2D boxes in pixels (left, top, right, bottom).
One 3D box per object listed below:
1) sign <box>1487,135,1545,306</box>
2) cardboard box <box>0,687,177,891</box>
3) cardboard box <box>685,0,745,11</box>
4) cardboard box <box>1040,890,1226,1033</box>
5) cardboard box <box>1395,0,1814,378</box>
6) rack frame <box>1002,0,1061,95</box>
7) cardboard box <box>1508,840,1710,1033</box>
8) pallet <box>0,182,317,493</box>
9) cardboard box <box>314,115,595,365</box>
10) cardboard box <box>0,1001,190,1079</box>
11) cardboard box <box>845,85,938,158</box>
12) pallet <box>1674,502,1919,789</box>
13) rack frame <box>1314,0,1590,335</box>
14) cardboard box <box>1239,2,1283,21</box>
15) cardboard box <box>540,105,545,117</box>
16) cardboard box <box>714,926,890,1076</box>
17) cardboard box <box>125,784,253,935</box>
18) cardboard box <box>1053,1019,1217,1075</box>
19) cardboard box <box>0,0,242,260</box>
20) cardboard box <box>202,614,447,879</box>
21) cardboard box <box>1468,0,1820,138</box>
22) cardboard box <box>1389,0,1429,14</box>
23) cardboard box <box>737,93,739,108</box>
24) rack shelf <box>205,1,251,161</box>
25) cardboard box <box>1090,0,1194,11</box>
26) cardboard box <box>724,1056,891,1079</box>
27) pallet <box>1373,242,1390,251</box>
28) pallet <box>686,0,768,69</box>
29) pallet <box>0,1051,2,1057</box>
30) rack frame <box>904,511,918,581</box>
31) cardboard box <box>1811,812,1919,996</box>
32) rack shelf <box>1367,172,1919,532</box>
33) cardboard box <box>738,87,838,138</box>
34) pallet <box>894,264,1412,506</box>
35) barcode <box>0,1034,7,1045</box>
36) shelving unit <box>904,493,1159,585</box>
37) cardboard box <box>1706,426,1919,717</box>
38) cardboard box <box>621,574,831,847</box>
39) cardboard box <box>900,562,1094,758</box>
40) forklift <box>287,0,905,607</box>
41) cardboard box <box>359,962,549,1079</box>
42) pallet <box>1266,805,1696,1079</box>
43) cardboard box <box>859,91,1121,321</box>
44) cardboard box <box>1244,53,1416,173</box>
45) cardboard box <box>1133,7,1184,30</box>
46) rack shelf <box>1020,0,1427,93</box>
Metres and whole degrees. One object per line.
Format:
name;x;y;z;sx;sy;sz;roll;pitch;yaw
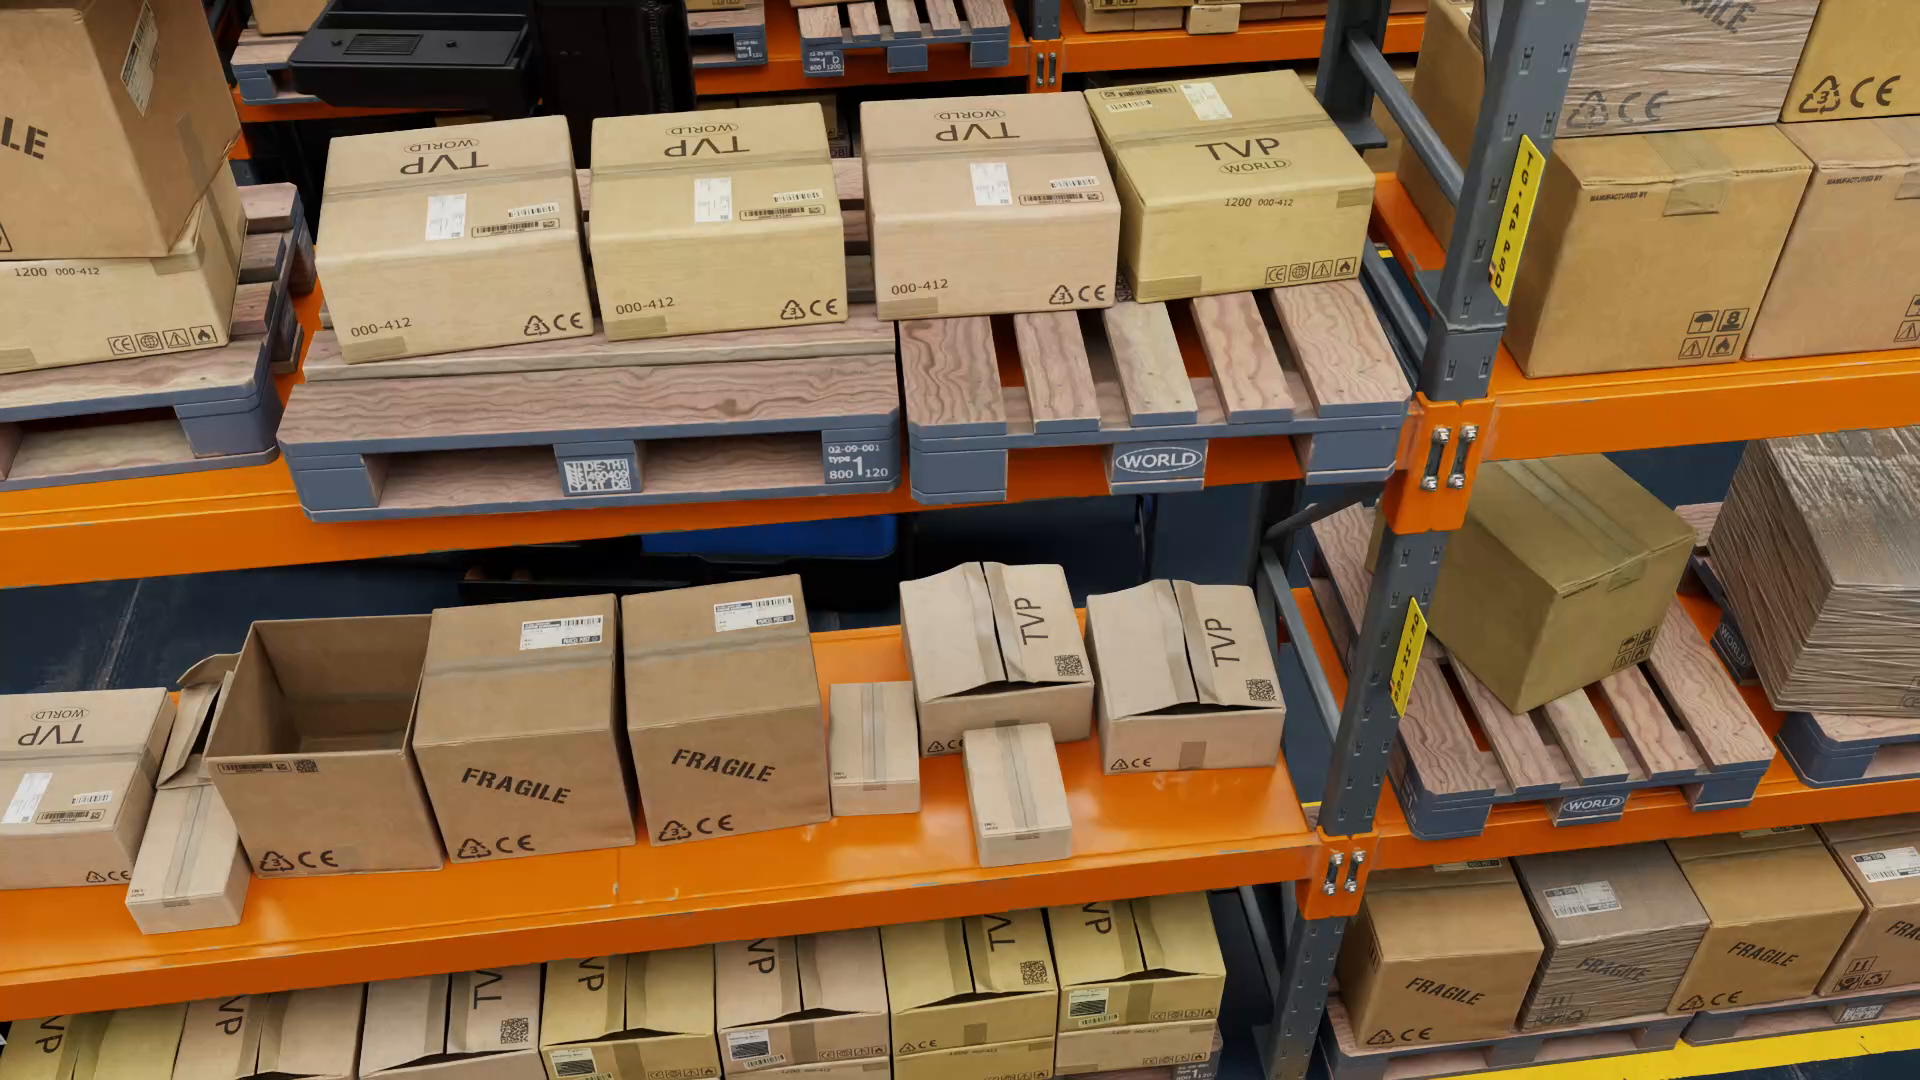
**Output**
sign;1.075;-0.615;3.223;0.005;0.325;0.100;-5;42;-6
cardboard box;-2.472;0.682;4.581;0.500;0.250;0.500;-3;42;-3
cardboard box;-1.332;-2.969;8.114;0.500;0.500;0.700;-5;42;-6
cardboard box;0.524;1.217;5.197;0.500;0.311;0.500;-4;42;-4
cardboard box;1.440;-0.861;3.865;0.500;0.500;0.910;-5;42;-6
rack frame;0.365;-2.939;8.484;0.127;3.000;1.000;-5;42;-6
cardboard box;2.018;1.217;5.415;0.500;0.500;0.500;-6;42;-7
pallet;-2.082;-0.430;3.606;1.217;0.209;0.805;-7;42;-7
cardboard box;-1.051;-0.641;3.496;0.500;0.250;0.500;-8;43;-9
cardboard box;-2.513;1.484;4.901;0.500;0.311;0.500;-5;42;-5
cardboard box;-0.342;-2.077;9.066;0.500;0.500;0.700;-4;42;-5
pallet;2.939;0.250;5.092;1.213;0.211;1.003;-5;42;-6
rack frame;1.011;-1.877;2.827;0.127;3.000;1.000;-5;42;-6
cardboard box;1.481;-2.814;8.518;0.250;0.149;0.380;-5;42;-6
cardboard box;-1.922;-2.268;8.718;0.500;0.250;0.500;-6;42;-7
cardboard box;-0.491;1.308;5.096;0.500;0.311;0.500;-5;42;-6
cardboard box;-2.050;0.850;4.471;0.250;0.149;0.380;-5;42;-6
cardboard box;0.521;1.423;5.387;0.500;0.250;0.500;-4;42;-5
cardboard box;-1.777;-0.887;3.208;0.500;0.500;0.500;-1;42;-1
cardboard box;-1.669;0.559;4.531;0.500;0.500;0.500;-2;42;-2
cardboard box;1.445;-1.205;3.501;0.500;0.500;0.500;-5;42;-6
cardboard box;2.241;-2.868;8.578;0.250;0.149;0.380;-5;42;-5
cardboard box;-1.357;-2.047;9.033;0.500;0.500;0.700;-5;42;-6
rack shelf;-5.584;-2.151;8.147;4.000;0.370;1.077;-5;42;-6
cardboard box;0.880;-2.966;8.202;0.500;0.500;0.500;-4;42;-4
cardboard box;-0.488;1.512;5.288;0.500;0.250;0.500;-4;42;-5
pallet;2.364;-2.026;9.553;1.213;0.211;1.003;-5;42;-6
pallet;-1.592;-2.669;8.327;1.213;0.211;1.003;-5;42;-6
pallet;-3.749;1.775;5.340;1.213;0.211;1.003;-5;42;-6
rack frame;-0.213;-0.495;6.894;0.032;1.500;0.500;1;42;1
cardboard box;3.033;1.128;5.513;0.500;0.500;0.500;-6;42;-7
rack shelf;2.994;-0.670;4.266;4.000;0.370;1.077;-5;42;-6
cardboard box;-0.915;-2.347;8.806;0.500;0.250;0.500;-4;42;-5
pallet;0.350;-0.575;3.764;1.003;0.211;1.213;-3;42;-4
barcode;-2.648;1.361;4.538;0.075;0.075;0.001;-5;42;-6
shelving unit;0.295;-0.490;6.888;1.048;1.500;0.538;1;42;1
cardboard box;2.553;0.076;4.754;0.500;0.500;0.700;2;42;3
cardboard box;-0.650;0.470;4.630;0.500;0.500;0.500;-7;43;-8
cardboard box;0.099;0.333;4.923;0.500;0.311;0.500;-5;42;-6
forklift;-1.757;-1.159;6.562;3.031;2.935;1.130;1;42;1
cardboard box;-1.503;1.399;4.996;0.500;0.311;0.500;-6;42;-7
pallet;1.757;1.346;5.815;1.213;0.211;1.003;-5;42;-6
cardboard box;0.051;-0.729;3.593;0.500;0.250;0.500;-4;42;-4
cardboard box;1.981;-2.345;9.117;0.750;0.750;0.750;-5;42;-6
cardboard box;0.973;-2.744;8.440;0.250;0.149;0.380;-4;42;-5
rack shelf;2.348;-2.845;8.917;4.000;0.370;1.077;-5;42;-6
